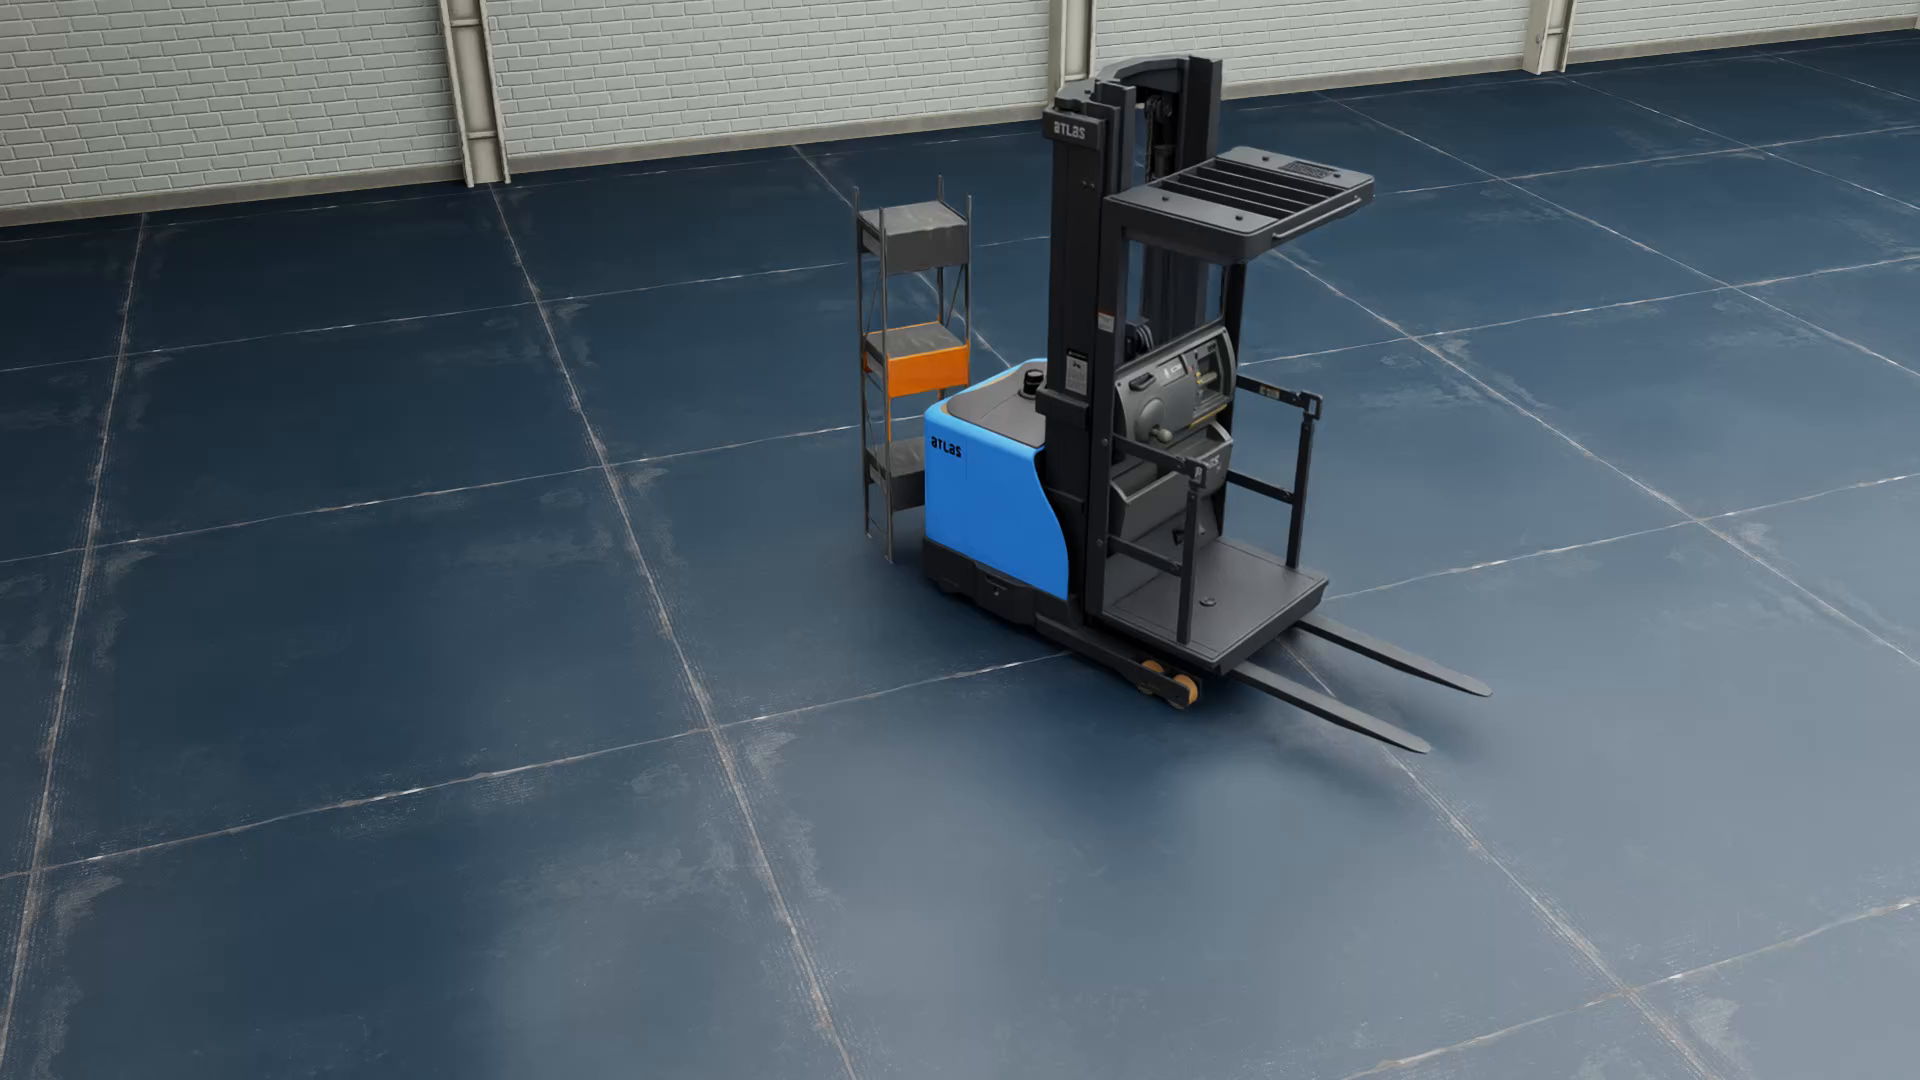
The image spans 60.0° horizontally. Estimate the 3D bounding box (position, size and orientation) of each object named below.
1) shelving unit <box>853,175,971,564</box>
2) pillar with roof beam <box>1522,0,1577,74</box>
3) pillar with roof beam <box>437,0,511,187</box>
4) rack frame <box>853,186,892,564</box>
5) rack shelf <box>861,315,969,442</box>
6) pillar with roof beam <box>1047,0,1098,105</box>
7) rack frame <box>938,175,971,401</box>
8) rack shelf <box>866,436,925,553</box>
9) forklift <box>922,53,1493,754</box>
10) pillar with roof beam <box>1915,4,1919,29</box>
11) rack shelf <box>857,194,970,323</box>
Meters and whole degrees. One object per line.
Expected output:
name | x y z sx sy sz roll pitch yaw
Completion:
shelving unit | -0.253 -0.915 9.235 0.503 2.100 0.431 -13 32 -21
pillar with roof beam | 8.282 -7.384 13.620 0.400 9.000 9.100 -10 31 -18
pillar with roof beam | -2.965 -5.313 9.985 0.400 9.000 9.100 -10 31 -18
rack frame | -0.475 -0.865 9.148 0.015 2.100 0.400 -13 32 -21
rack shelf | -0.253 -0.903 9.241 0.480 0.518 0.431 -13 32 -21
pillar with roof beam | 2.659 -6.348 11.802 0.400 9.000 9.100 -10 31 -18
rack frame | -0.030 -0.964 9.322 0.015 2.100 0.400 -13 32 -21
rack shelf | -0.253 -0.295 9.588 0.480 0.518 0.431 -13 32 -21
forklift | 1.224 -0.728 8.067 3.031 2.935 1.130 24 37 36
pillar with roof beam | 13.906 -8.420 15.438 0.400 9.000 9.100 -10 31 -18
rack shelf | -0.253 -1.511 8.895 0.480 0.518 0.431 -13 32 -21
